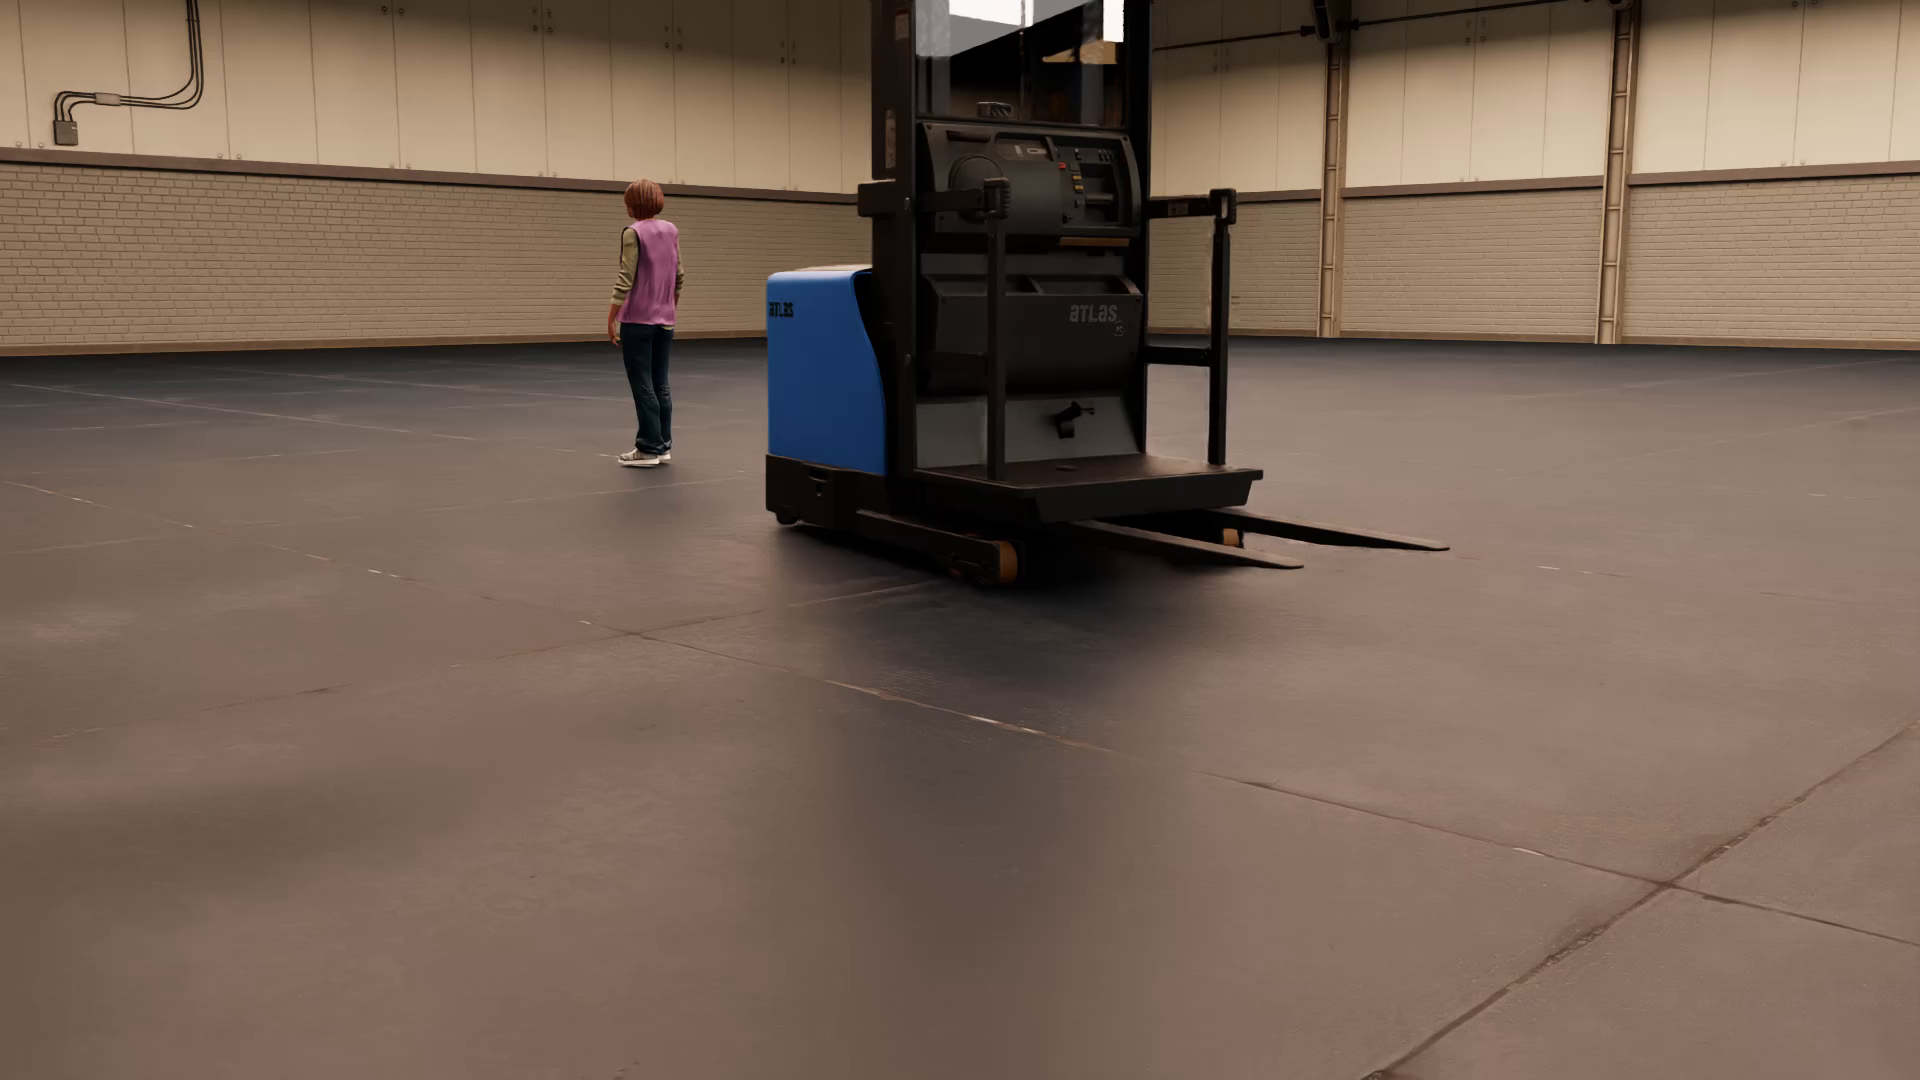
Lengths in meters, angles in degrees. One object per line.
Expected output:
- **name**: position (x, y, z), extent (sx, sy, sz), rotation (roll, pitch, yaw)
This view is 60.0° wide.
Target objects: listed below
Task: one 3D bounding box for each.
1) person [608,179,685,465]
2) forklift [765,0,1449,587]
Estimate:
- **person**: position (-1.817, -1.219, 9.399), extent (0.472, 1.599, 0.520), rotation (6, 11, 35)
- **forklift**: position (0.391, -1.368, 5.956), extent (1.130, 2.935, 3.031), rotation (-5, 10, -32)
